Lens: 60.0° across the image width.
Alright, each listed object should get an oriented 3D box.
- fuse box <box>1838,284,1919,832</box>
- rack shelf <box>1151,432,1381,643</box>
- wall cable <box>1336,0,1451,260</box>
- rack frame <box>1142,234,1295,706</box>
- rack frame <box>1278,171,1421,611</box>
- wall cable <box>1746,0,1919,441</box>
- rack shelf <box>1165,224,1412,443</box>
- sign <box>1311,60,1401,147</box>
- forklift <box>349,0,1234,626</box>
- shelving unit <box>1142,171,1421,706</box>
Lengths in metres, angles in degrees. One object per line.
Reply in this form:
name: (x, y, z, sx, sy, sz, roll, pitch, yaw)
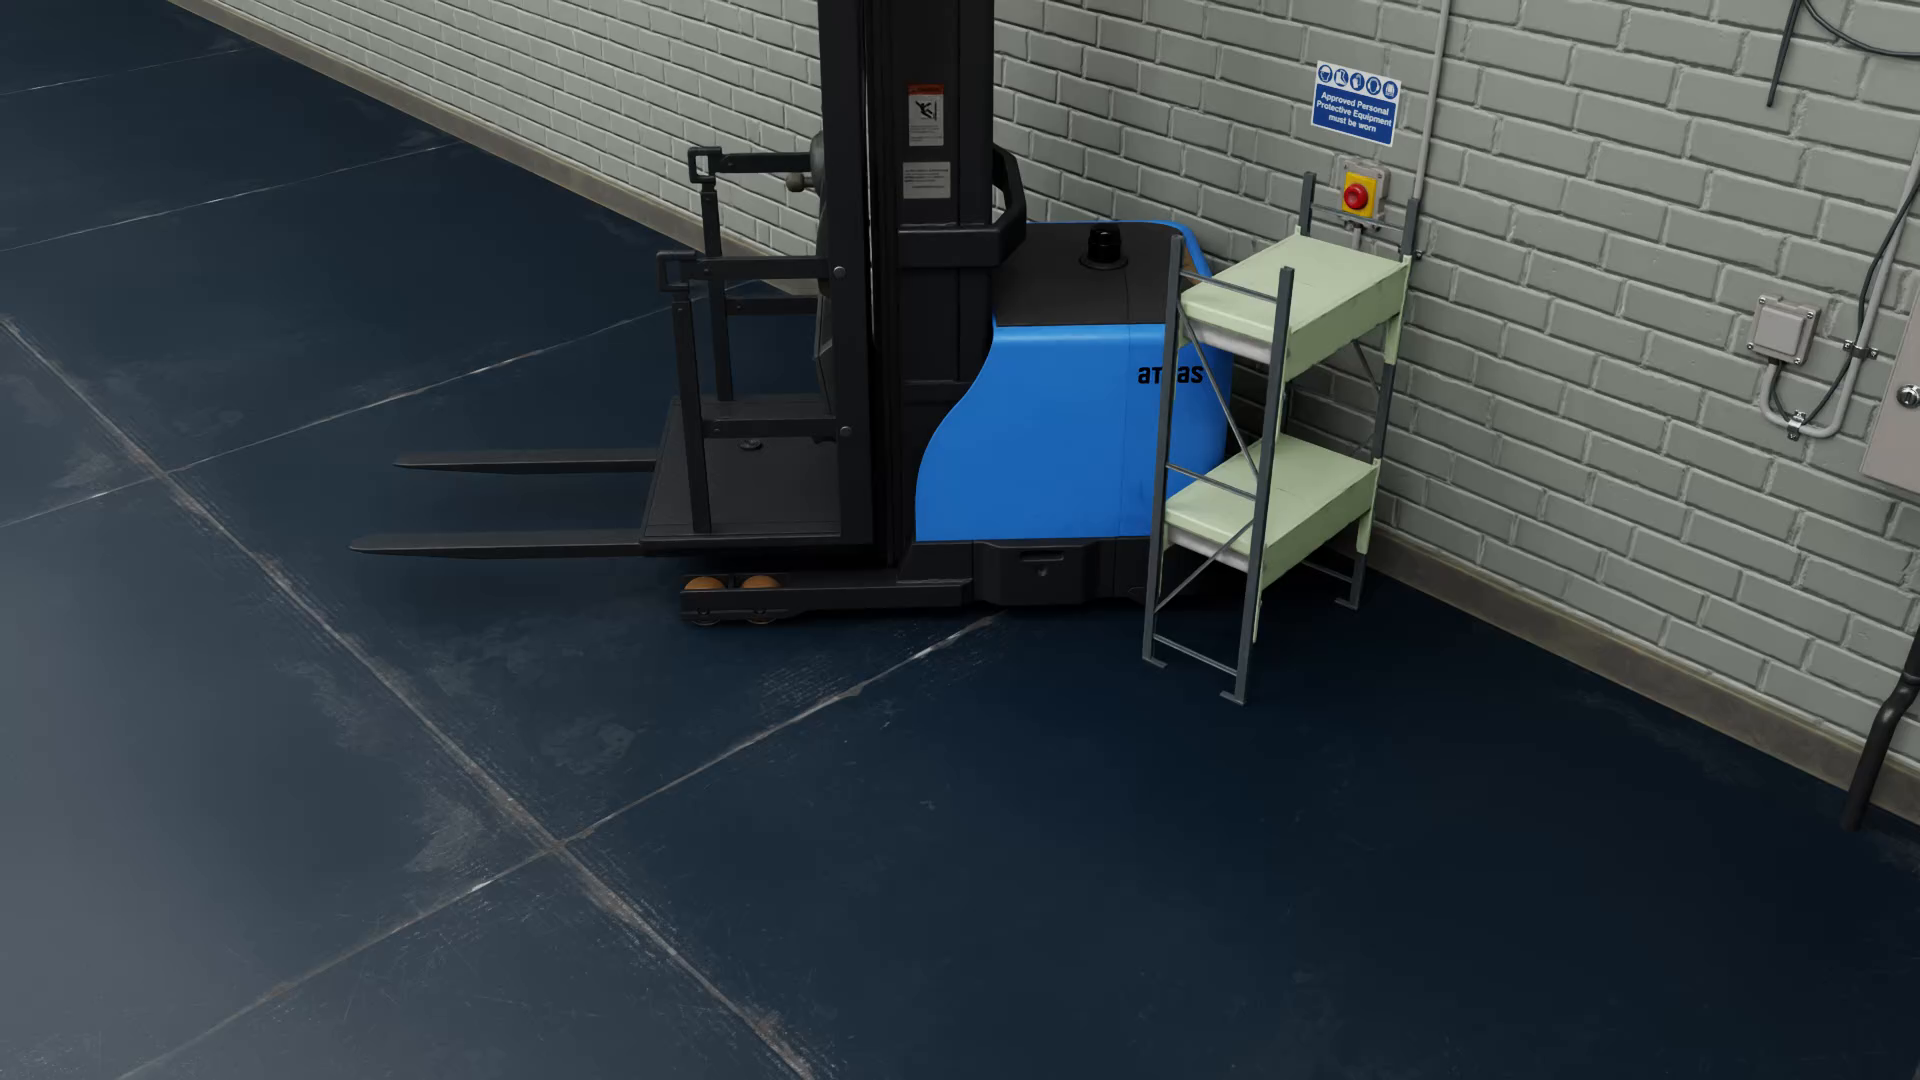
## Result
fuse box: (2.605, 0.127, 4.402, 0.414, 1.711, 0.539, -26, 40, -35)
rack shelf: (1.010, -0.042, 5.505, 0.431, 0.370, 0.720, 24, 39, 34)
wall cable: (1.284, -1.725, 5.191, 0.123, 1.953, 0.585, -26, 40, -35)
rack frame: (0.770, -0.176, 5.100, 0.400, 1.500, 0.023, 24, 39, 34)
rack frame: (1.251, -0.464, 5.571, 0.400, 1.500, 0.023, 24, 39, 34)
wall cable: (2.256, -1.173, 4.319, 0.122, 1.984, 0.588, -26, 40, -35)
rack shelf: (1.010, -0.653, 5.132, 0.431, 0.370, 0.720, 24, 39, 34)
sign: (1.296, -1.433, 5.460, 0.001, 0.218, 0.327, -26, 40, -35)
forklift: (-0.624, -1.237, 5.463, 3.031, 2.935, 1.130, -1, 31, -2)
shelving unit: (1.010, -0.320, 5.335, 0.431, 1.500, 0.755, 24, 39, 34)
